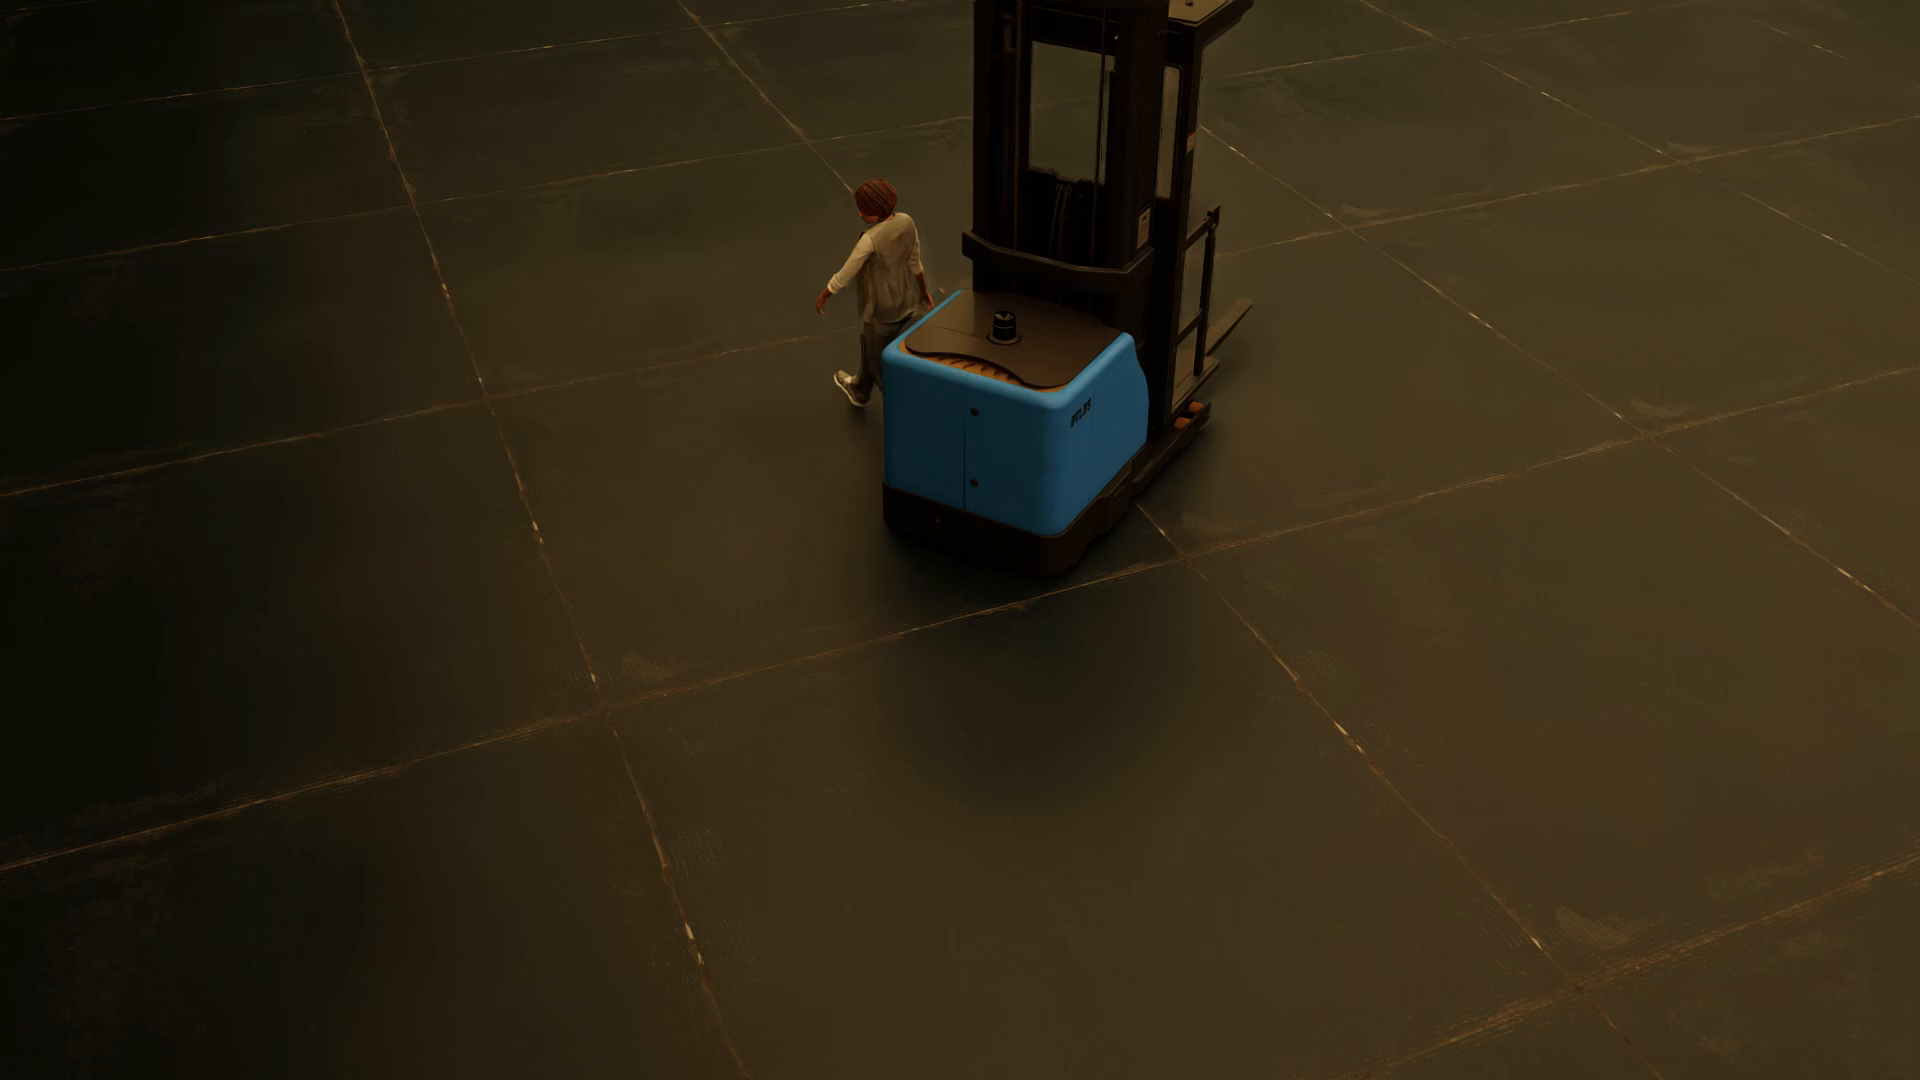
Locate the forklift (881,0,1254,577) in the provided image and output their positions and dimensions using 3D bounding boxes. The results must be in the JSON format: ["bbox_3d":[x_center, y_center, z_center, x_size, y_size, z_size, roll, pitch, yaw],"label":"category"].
[{"bbox_3d":[0.774,-1.842,8.689,1.130,2.935,3.031,18,39,24],"label":"forklift"}]

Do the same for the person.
[{"bbox_3d":[-0.442,-1.288,9.136,0.851,1.546,0.556,19,40,24],"label":"person"}]
